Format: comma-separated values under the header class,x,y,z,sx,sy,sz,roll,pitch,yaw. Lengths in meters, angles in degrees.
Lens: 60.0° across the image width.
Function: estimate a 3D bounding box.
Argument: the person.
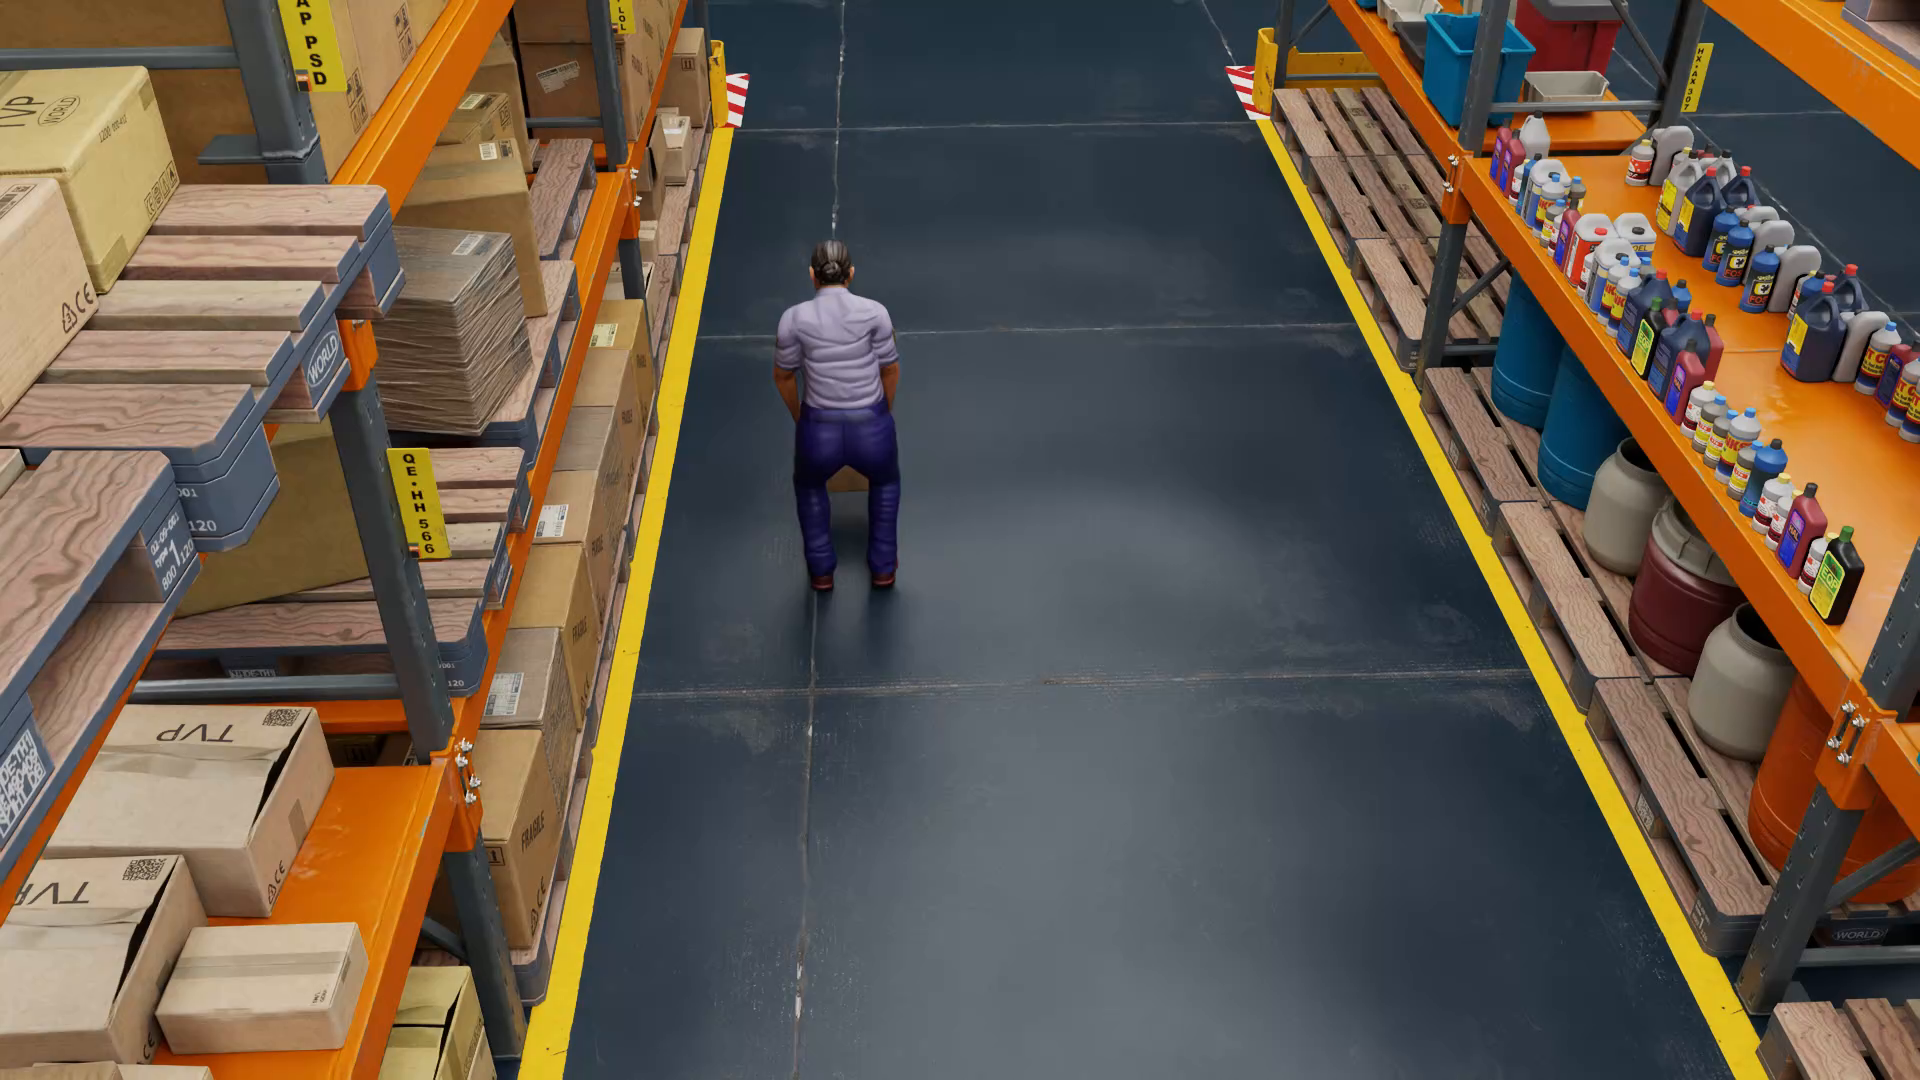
class,x,y,z,sx,sy,sz,roll,pitch,yaw
person,-0.507,-0.470,6.934,0.519,1.529,0.507,-1,35,-1
